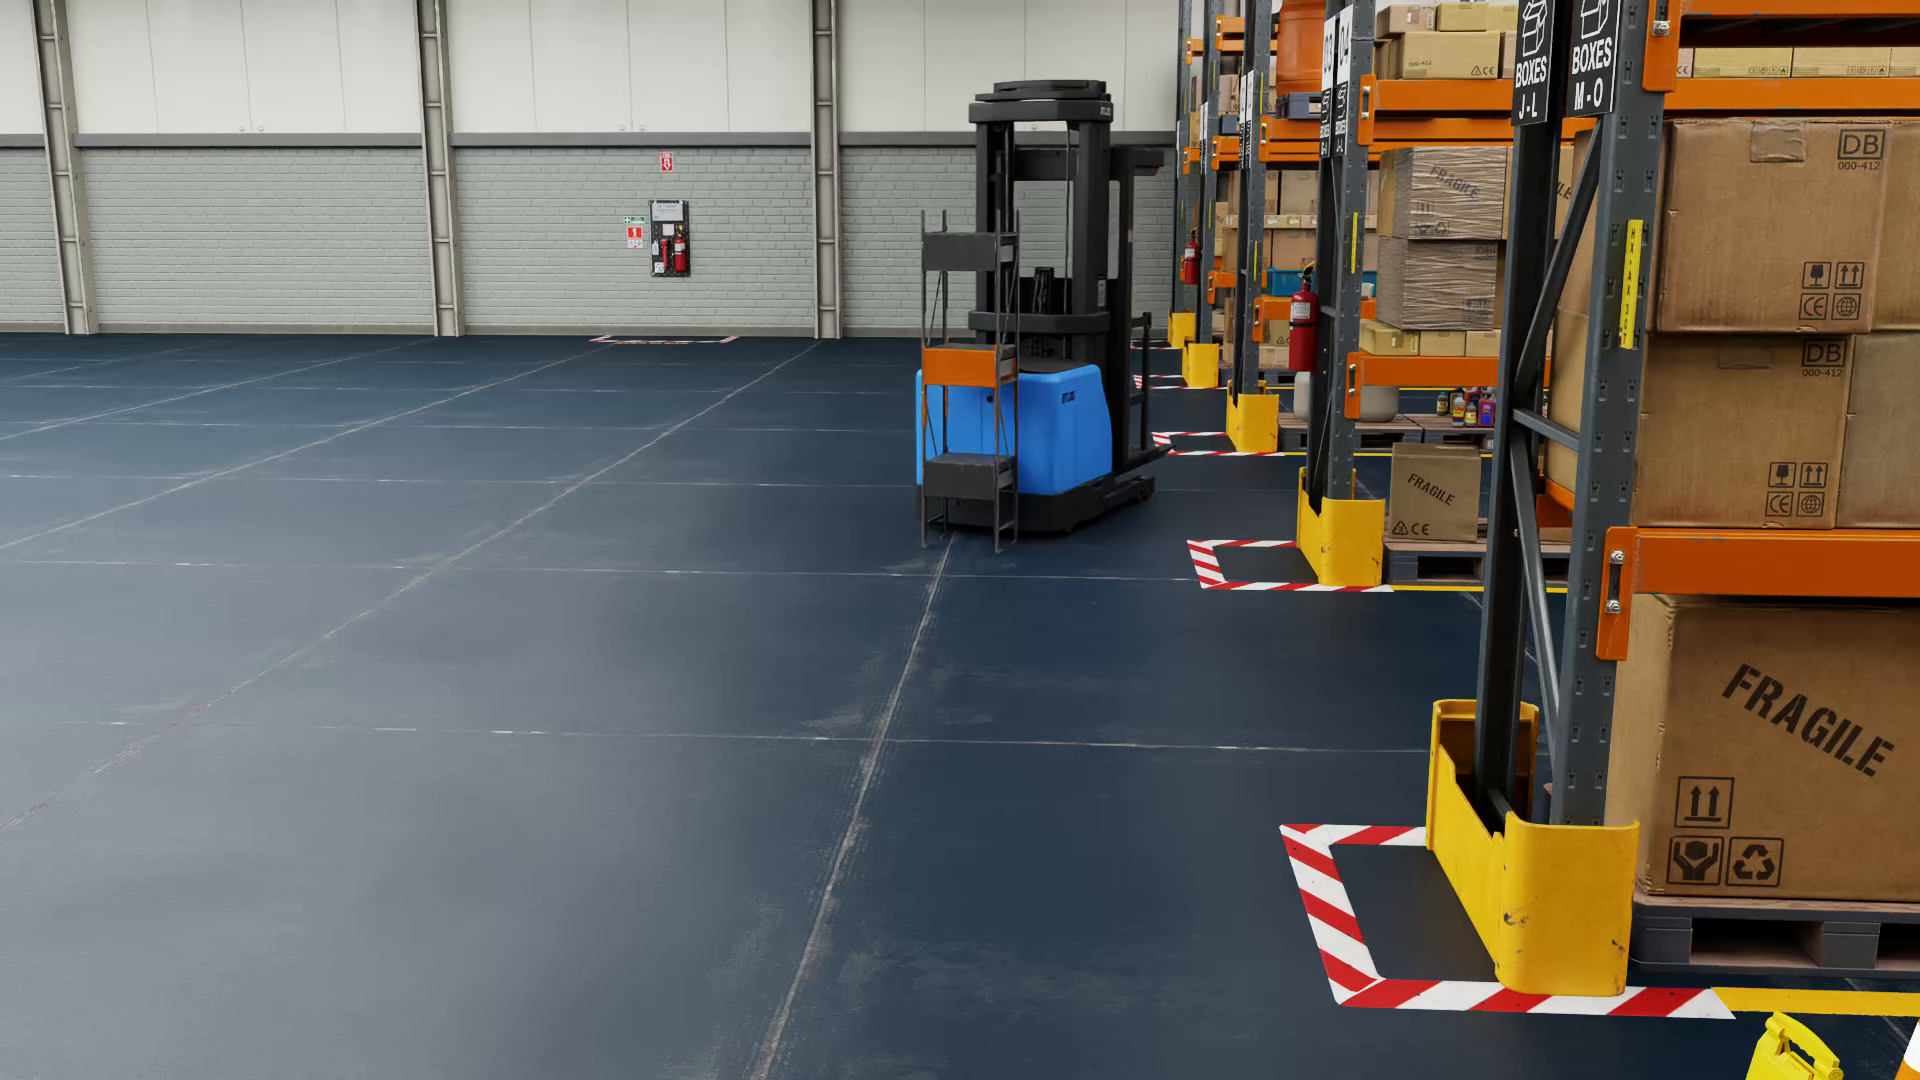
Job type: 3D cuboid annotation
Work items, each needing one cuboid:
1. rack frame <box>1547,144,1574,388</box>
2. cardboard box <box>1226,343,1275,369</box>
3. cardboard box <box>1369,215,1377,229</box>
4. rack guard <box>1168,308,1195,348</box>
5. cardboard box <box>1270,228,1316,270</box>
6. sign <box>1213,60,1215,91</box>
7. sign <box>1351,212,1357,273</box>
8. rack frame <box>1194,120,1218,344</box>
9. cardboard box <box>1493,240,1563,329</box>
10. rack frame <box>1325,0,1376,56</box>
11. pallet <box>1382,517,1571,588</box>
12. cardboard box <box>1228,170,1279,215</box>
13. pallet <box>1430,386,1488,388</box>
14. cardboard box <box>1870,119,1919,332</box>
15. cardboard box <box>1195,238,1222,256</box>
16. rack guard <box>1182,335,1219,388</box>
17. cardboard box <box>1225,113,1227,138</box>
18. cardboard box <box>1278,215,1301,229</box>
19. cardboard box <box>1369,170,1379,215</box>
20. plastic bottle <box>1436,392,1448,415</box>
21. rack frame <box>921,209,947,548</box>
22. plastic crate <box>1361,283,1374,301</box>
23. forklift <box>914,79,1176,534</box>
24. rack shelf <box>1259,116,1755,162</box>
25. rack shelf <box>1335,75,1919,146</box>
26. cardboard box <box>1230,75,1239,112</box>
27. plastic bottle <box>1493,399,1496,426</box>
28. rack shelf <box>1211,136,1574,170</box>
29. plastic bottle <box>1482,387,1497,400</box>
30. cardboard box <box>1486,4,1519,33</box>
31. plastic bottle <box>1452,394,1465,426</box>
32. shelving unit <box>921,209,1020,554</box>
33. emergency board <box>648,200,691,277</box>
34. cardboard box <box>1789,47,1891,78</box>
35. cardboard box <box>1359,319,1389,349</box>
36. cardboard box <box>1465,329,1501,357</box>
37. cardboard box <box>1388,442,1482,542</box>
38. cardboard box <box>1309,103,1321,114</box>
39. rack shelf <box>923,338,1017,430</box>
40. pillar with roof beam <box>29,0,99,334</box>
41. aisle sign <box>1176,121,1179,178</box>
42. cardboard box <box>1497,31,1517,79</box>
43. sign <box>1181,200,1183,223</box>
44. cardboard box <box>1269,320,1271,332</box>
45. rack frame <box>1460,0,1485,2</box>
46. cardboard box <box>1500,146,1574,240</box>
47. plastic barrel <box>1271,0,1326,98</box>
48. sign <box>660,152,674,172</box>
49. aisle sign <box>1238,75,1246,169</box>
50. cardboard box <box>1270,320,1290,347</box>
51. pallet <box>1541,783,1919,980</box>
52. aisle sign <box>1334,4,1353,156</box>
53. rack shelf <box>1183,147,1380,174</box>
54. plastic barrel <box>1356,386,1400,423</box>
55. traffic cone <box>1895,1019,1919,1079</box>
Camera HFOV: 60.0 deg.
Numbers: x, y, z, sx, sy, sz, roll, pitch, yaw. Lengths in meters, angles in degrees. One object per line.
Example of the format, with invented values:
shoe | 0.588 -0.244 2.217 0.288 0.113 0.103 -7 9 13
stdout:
rack frame | 6.859 -3.291 19.173 0.127 3.000 1.000 1 12 4
cardboard box | 3.388 -2.152 19.421 0.500 0.250 0.500 1 12 4
cardboard box | 4.779 -3.641 19.021 0.250 0.149 0.380 1 12 4
rack guard | 3.271 -3.133 24.524 0.348 0.500 1.175 1 12 4
cardboard box | 3.857 -3.379 19.352 0.500 0.500 0.700 1 12 5
sign | 2.825 -5.167 18.489 0.005 0.325 0.100 1 12 4
sign | 2.166 -1.635 9.142 0.005 0.325 0.100 1 12 4
rack frame | 2.868 -3.345 19.435 0.127 3.000 1.000 1 12 4
cardboard box | 3.256 -1.521 9.741 0.500 0.500 0.875 1 12 4
rack frame | 2.202 -4.258 9.146 0.127 3.000 1.000 1 12 4
pallet | 3.087 0.063 9.953 1.213 0.211 1.003 1 12 4
cardboard box | 3.386 -4.020 19.245 0.500 0.500 0.700 1 12 4
pallet | 6.069 -1.945 19.552 1.213 0.211 1.003 1 12 4
cardboard box | 2.693 -0.910 4.789 0.550 0.550 0.875 1 12 4
cardboard box | 3.661 -4.222 23.944 0.500 0.250 0.500 0 12 2
rack guard | 2.844 -2.122 19.693 0.348 0.500 1.175 1 12 4
cardboard box | 3.629 -5.930 24.174 0.500 0.500 0.500 2 12 8
cardboard box | 3.758 -3.656 19.090 0.250 0.149 0.380 1 12 4
cardboard box | 4.914 -4.000 19.152 0.500 0.500 0.700 1 12 4
plastic bottle | 4.395 -1.244 15.147 0.097 0.201 0.097 0 12 0
rack frame | -0.161 -1.014 10.488 0.015 2.100 0.400 4 13 20
plastic crate | 3.405 -2.127 14.252 0.250 0.136 0.298 1 12 4
forklift | 0.785 -1.735 11.905 1.130 2.935 3.031 6 13 25
rack shelf | 4.529 -3.422 14.233 4.000 0.370 1.077 1 12 4
rack shelf | 4.198 -2.410 9.396 4.000 0.370 1.077 1 12 4
cardboard box | 4.061 -6.302 23.507 0.500 0.500 0.500 1 12 3
plastic bottle | 4.664 -1.120 14.387 0.097 0.271 0.097 0 12 0
rack shelf | 4.864 -4.434 19.071 4.000 0.370 1.077 1 12 4
plastic bottle | 4.783 -1.269 15.087 0.135 0.276 0.152 0 12 2
cardboard box | 2.974 -2.859 9.176 0.250 0.149 0.380 1 12 3
plastic bottle | 4.322 -1.125 14.409 0.097 0.271 0.097 0 12 0
shelving unit | 0.067 -0.997 10.404 0.503 2.100 0.431 4 13 20
emergency board | -4.498 -4.648 25.664 0.643 1.169 0.194 1 12 4
cardboard box | 4.692 -2.630 9.054 0.500 0.250 0.500 1 12 3
cardboard box | 2.501 -1.237 9.969 0.250 0.149 0.380 1 12 4
cardboard box | 2.968 -1.132 9.469 0.250 0.149 0.380 1 12 4
cardboard box | 2.824 -0.292 9.916 0.500 0.500 0.500 3 12 14
cardboard box | 4.030 -4.913 18.847 0.250 0.149 0.380 1 12 4
rack shelf | 0.067 -0.983 10.407 0.480 0.518 0.431 4 13 20
pillar with roof beam | -14.296 -6.828 21.431 0.400 9.000 9.100 1 12 4
aisle sign | 3.104 -5.570 23.719 0.004 0.787 0.394 1 12 4
cardboard box | 3.181 -2.651 9.157 0.500 0.250 0.500 1 12 2
sign | 3.159 -4.670 23.655 0.005 0.325 0.100 1 12 4
cardboard box | 4.449 -3.221 24.333 0.500 0.311 0.500 2 12 8
rack frame | 7.187 -7.239 23.397 0.127 3.000 1.000 1 12 4
cardboard box | 3.231 -1.934 9.276 0.500 0.500 0.500 1 12 4
plastic barrel | 3.027 -4.237 14.296 0.708 0.830 0.600 1 12 4
sign | -4.499 -5.803 25.524 0.199 0.298 0.001 1 12 4
aisle sign | 2.481 -3.668 14.626 0.004 0.787 0.394 1 12 4
cardboard box | 3.887 -2.513 19.314 0.500 0.500 0.500 1 12 4
pallet | 2.573 1.050 5.233 1.213 0.211 1.003 1 12 4
aisle sign | 2.121 -2.534 9.205 0.004 0.787 0.394 1 12 4
rack shelf | 5.191 -5.446 23.909 4.000 0.370 1.077 1 12 4
plastic barrel | 3.695 -1.321 14.808 0.421 0.512 0.421 0 12 0
traffic cone | 2.205 1.229 3.761 0.334 0.463 0.336 1 12 4
